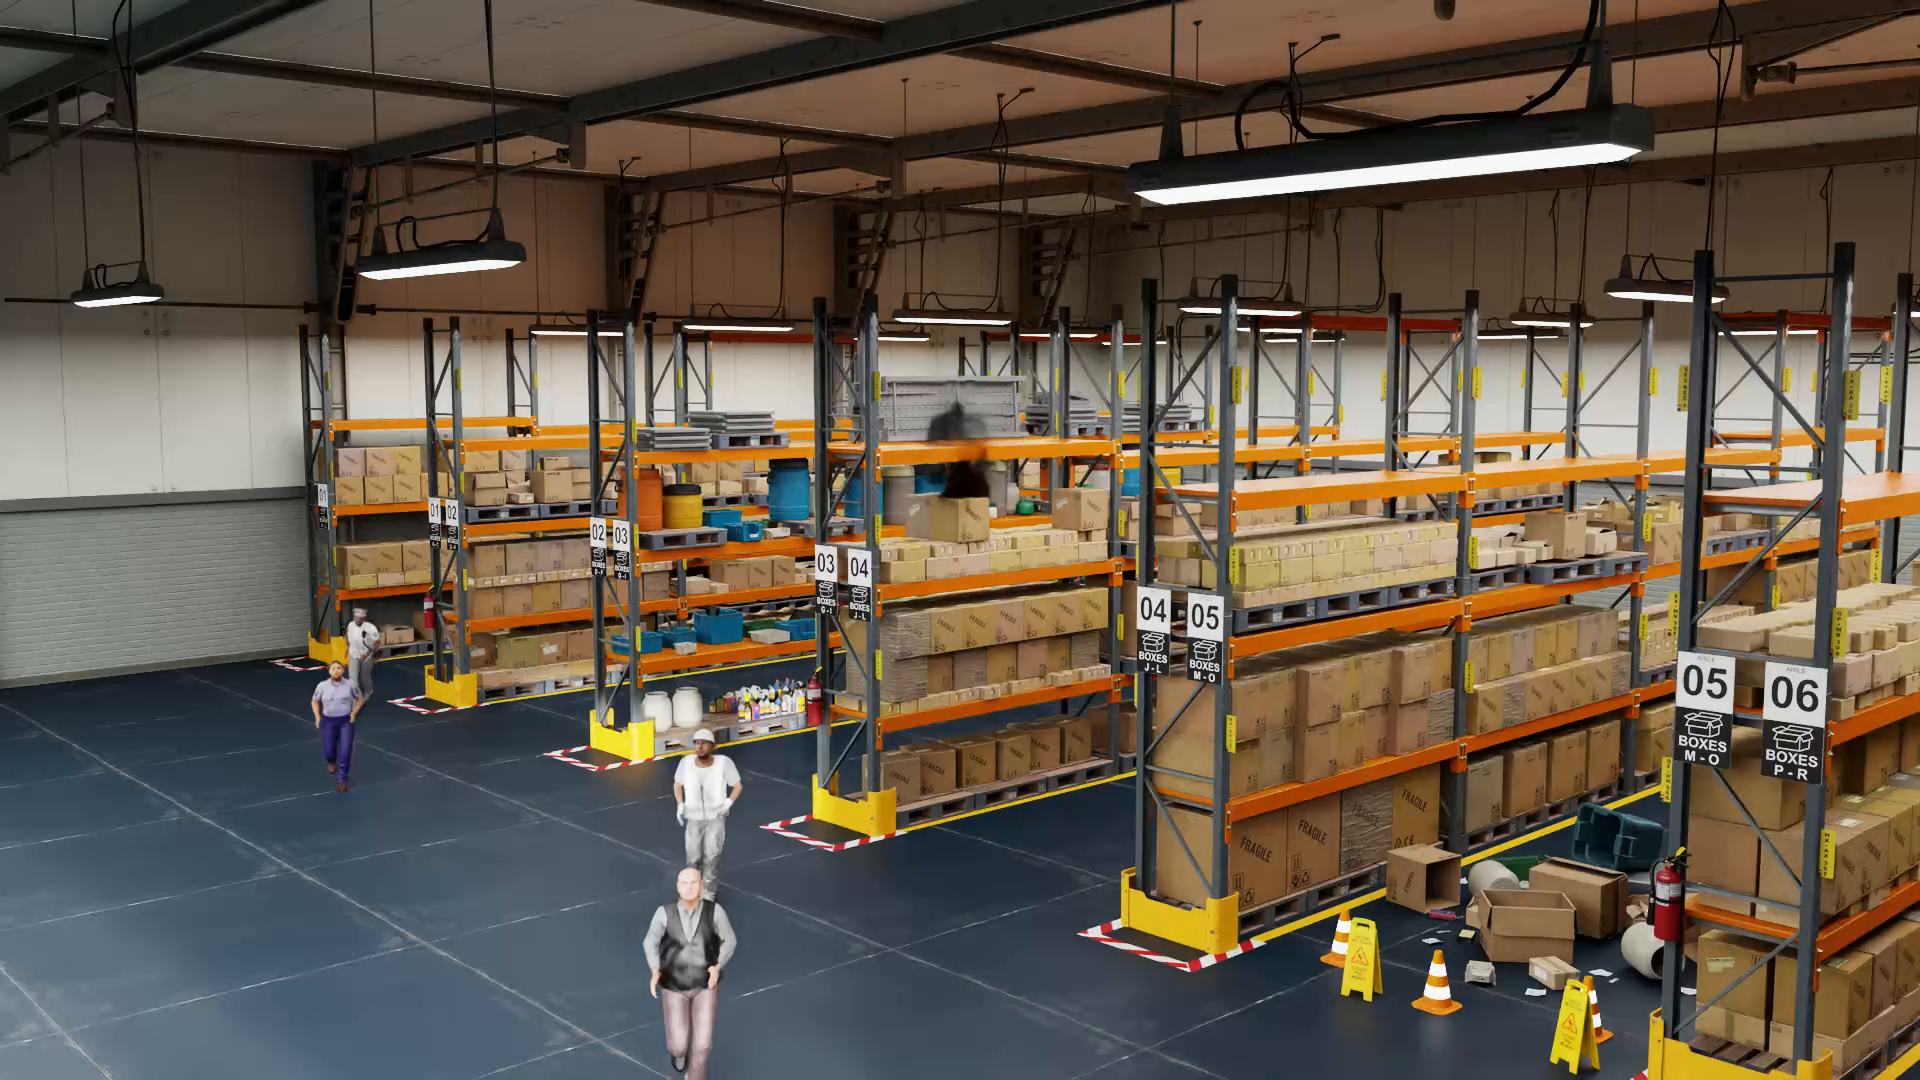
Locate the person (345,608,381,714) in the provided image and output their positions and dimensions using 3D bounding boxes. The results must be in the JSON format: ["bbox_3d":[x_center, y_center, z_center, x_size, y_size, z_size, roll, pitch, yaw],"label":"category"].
[{"bbox_3d":[-9.129,1.807,25.548,0.547,1.627,0.896,0,6,-3],"label":"person"}]

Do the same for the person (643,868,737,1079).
[{"bbox_3d":[-1.909,3.184,11.806,0.659,1.609,0.586,-1,6,-10],"label":"person"}]

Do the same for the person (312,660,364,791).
[{"bbox_3d":[-7.742,2.295,20.718,0.613,1.598,0.586,-2,6,-20],"label":"person"}]

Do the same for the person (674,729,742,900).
[{"bbox_3d":[-2.442,2.681,16.082,0.671,1.749,0.638,0,6,-1],"label":"person"}]
